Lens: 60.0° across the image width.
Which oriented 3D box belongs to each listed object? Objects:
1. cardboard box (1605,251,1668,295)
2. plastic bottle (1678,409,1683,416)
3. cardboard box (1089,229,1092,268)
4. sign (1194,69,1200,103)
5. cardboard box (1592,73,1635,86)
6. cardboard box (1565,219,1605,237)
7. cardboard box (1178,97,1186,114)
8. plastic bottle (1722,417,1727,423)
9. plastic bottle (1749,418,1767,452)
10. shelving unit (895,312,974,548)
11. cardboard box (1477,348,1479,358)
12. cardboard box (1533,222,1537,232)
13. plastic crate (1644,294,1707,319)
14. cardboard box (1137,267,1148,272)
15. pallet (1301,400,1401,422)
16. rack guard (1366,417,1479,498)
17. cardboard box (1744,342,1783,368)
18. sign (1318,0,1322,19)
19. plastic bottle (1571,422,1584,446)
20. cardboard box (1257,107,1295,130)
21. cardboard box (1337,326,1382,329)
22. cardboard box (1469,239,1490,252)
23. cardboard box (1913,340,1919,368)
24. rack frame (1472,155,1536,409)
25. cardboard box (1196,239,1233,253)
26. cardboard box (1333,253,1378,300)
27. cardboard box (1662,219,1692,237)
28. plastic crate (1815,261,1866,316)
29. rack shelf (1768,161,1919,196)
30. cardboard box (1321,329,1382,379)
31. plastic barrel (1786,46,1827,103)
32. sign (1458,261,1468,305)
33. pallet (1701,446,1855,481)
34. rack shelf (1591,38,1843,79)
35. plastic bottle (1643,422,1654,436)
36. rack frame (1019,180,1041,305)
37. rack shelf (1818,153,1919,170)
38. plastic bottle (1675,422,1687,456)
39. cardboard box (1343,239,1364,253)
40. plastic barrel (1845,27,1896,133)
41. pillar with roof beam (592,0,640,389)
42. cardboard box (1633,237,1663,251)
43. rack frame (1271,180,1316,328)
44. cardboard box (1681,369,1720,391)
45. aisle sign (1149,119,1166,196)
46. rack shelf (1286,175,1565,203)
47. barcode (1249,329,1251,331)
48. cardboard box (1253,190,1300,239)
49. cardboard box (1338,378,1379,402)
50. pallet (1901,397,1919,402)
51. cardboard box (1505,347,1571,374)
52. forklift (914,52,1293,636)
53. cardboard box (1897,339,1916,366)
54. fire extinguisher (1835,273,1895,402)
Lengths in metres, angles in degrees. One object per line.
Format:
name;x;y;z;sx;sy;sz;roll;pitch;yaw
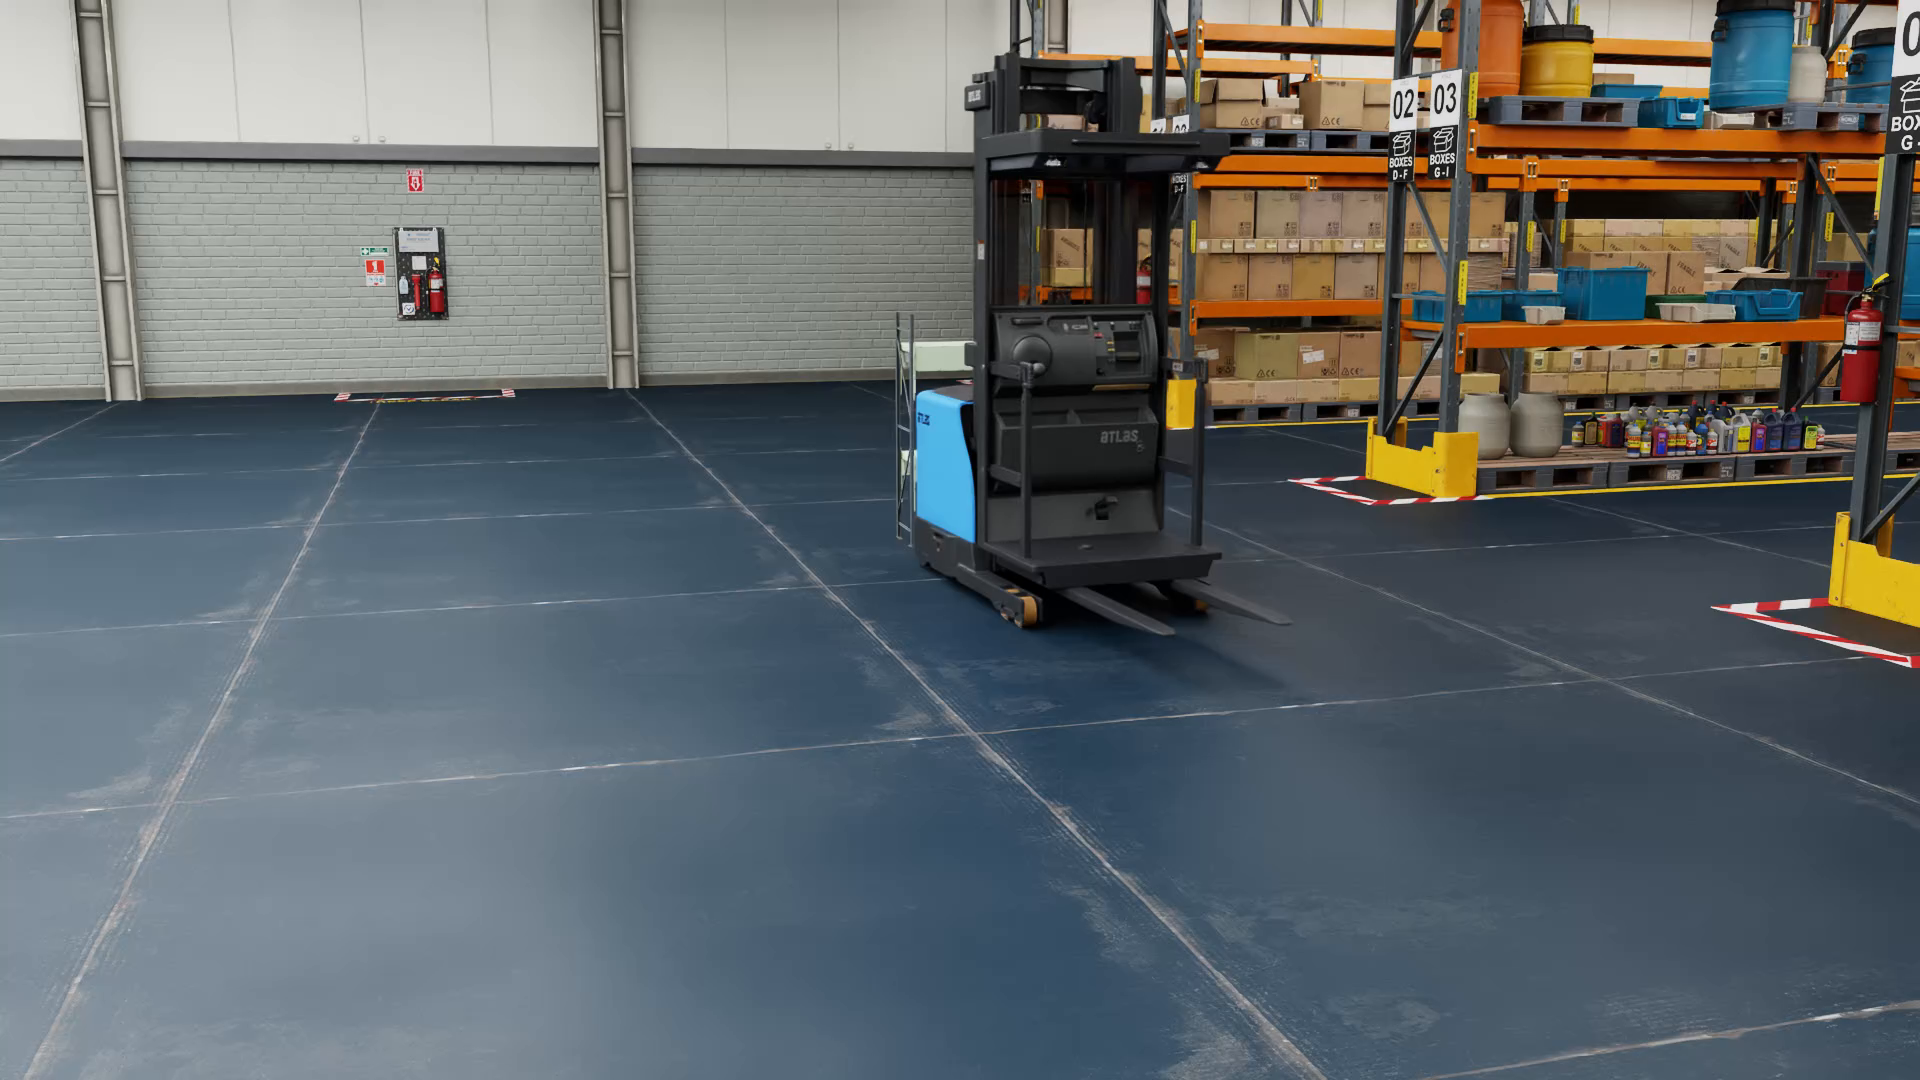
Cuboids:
cardboard box;7.823;-3.097;19.308;0.500;0.500;0.500;-3;11;-16
plastic bottle;6.233;-1.000;14.479;0.133;0.283;0.061;-3;11;-13
cardboard box;1.885;-3.918;22.334;0.500;0.500;0.500;-3;11;-16
sign;2.403;-4.605;16.856;0.005;0.325;0.100;-3;11;-16
cardboard box;7.238;-4.994;18.786;0.500;0.500;0.500;-2;11;-10
cardboard box;9.082;-4.577;24.399;0.500;0.250;0.500;-3;11;-15
cardboard box;3.279;-5.716;22.435;0.500;0.500;0.500;-3;11;-18
plastic bottle;6.390;-0.887;13.866;0.133;0.283;0.061;-3;11;-16
plastic bottle;6.608;-0.871;13.781;0.133;0.283;0.061;-2;11;-12
shelving unit;-0.006;-0.737;10.909;0.755;1.500;0.431;-3;11;-16
cardboard box;7.343;-2.959;24.523;0.500;0.500;0.700;-3;11;-16
cardboard box;8.224;-4.585;24.385;0.250;0.149;0.380;-5;11;-23
plastic crate;6.093;-1.975;14.073;0.662;0.188;0.450;-3;11;-16
cardboard box;2.408;-3.577;22.553;0.500;0.250;0.500;-3;11;-17
pallet;4.146;-1.493;18.574;1.213;0.211;1.003;-3;11;-16
rack guard;3.695;-0.679;13.353;0.348;0.500;1.175;-3;11;-16
cardboard box;9.501;-2.223;19.722;0.500;0.311;0.500;-3;11;-14
sign;4.840;-7.174;22.363;0.005;0.325;0.100;-3;11;-16
plastic bottle;5.276;-0.905;14.194;0.097;0.201;0.097;0;10;0
cardboard box;3.286;-4.538;17.996;0.500;0.250;0.500;-3;11;-16
cardboard box;4.602;-2.163;18.875;0.500;0.500;0.500;-3;11;-16
cardboard box;5.655;-3.265;18.428;0.250;0.149;0.380;-3;11;-17
cardboard box;5.235;-0.962;8.680;0.250;0.149;0.380;-3;11;-16
rack frame;6.094;-2.960;18.839;0.127;3.000;1.000;-3;11;-16
cardboard box;2.691;-3.108;17.576;0.250;0.149;0.380;-3;11;-16
cardboard box;4.191;-2.907;18.275;0.500;0.500;0.700;-3;11;-14
cardboard box;10.538;-4.656;24.827;0.500;0.250;0.500;-3;11;-17
plastic crate;7.855;-2.208;14.577;0.583;0.464;0.402;-3;11;-16
rack shelf;11.855;-4.385;20.282;4.000;0.370;1.077;-3;11;-16
cardboard box;4.272;-2.044;18.230;0.500;0.500;0.500;-3;11;-16
plastic barrel;7.007;-3.848;13.908;0.421;0.512;0.421;0;10;0
sign;3.784;-1.936;12.515;0.005;0.325;0.100;-3;11;-16
pallet;6.819;-0.700;14.268;1.213;0.211;1.003;-3;11;-16
rack shelf;8.015;-5.461;18.947;4.000;0.370;1.077;-3;11;-16
plastic bottle;5.892;-0.911;14.222;0.097;0.201;0.097;0;10;0
rack frame;0.866;-3.618;22.416;0.127;3.000;1.000;-3;11;-16
rack shelf;9.396;-3.321;14.504;4.000;0.370;1.077;-3;11;-16
plastic bottle;5.888;-0.831;13.594;0.097;0.271;0.097;0;10;0
cardboard box;4.167;-3.186;17.998;0.250;0.149;0.380;-3;11;-15
plastic barrel;7.903;-3.884;14.189;0.708;0.901;0.600;-3;11;-16
pillar with roof beam;-3.262;-5.703;17.168;0.400;9.000;9.100;-3;11;-16
cardboard box;10.067;-4.258;24.740;0.500;0.500;0.500;-3;11;-16
rack frame;4.706;-3.821;23.516;0.127;3.000;1.000;-3;11;-16
cardboard box;8.520;-1.896;19.494;0.500;0.250;0.500;-3;11;-15
aisle sign;2.109;-4.084;17.763;0.004;0.787;0.394;-3;11;-16
rack shelf;6.627;-5.043;23.859;4.000;0.370;1.077;-3;11;-16
barcode;4.121;-2.980;23.751;0.075;0.075;0.001;-3;11;-16
cardboard box;3.260;-3.496;17.894;0.500;0.500;0.700;-3;11;-17
cardboard box;4.272;-1.676;18.299;0.500;0.250;0.500;-3;11;-16
pallet;11.832;-1.883;20.692;1.213;0.211;1.003;-3;11;-16
cardboard box;6.561;-2.067;18.878;0.500;0.311;0.500;-3;11;-16
forklift;0.709;-1.073;8.779;1.130;2.935;3.031;-4;11;-20
cardboard box;11.436;-2.175;20.263;0.500;0.500;0.500;-3;11;-17
fire extinguisher;4.780;-1.071;8.795;0.183;0.674;0.296;-3;11;-16
